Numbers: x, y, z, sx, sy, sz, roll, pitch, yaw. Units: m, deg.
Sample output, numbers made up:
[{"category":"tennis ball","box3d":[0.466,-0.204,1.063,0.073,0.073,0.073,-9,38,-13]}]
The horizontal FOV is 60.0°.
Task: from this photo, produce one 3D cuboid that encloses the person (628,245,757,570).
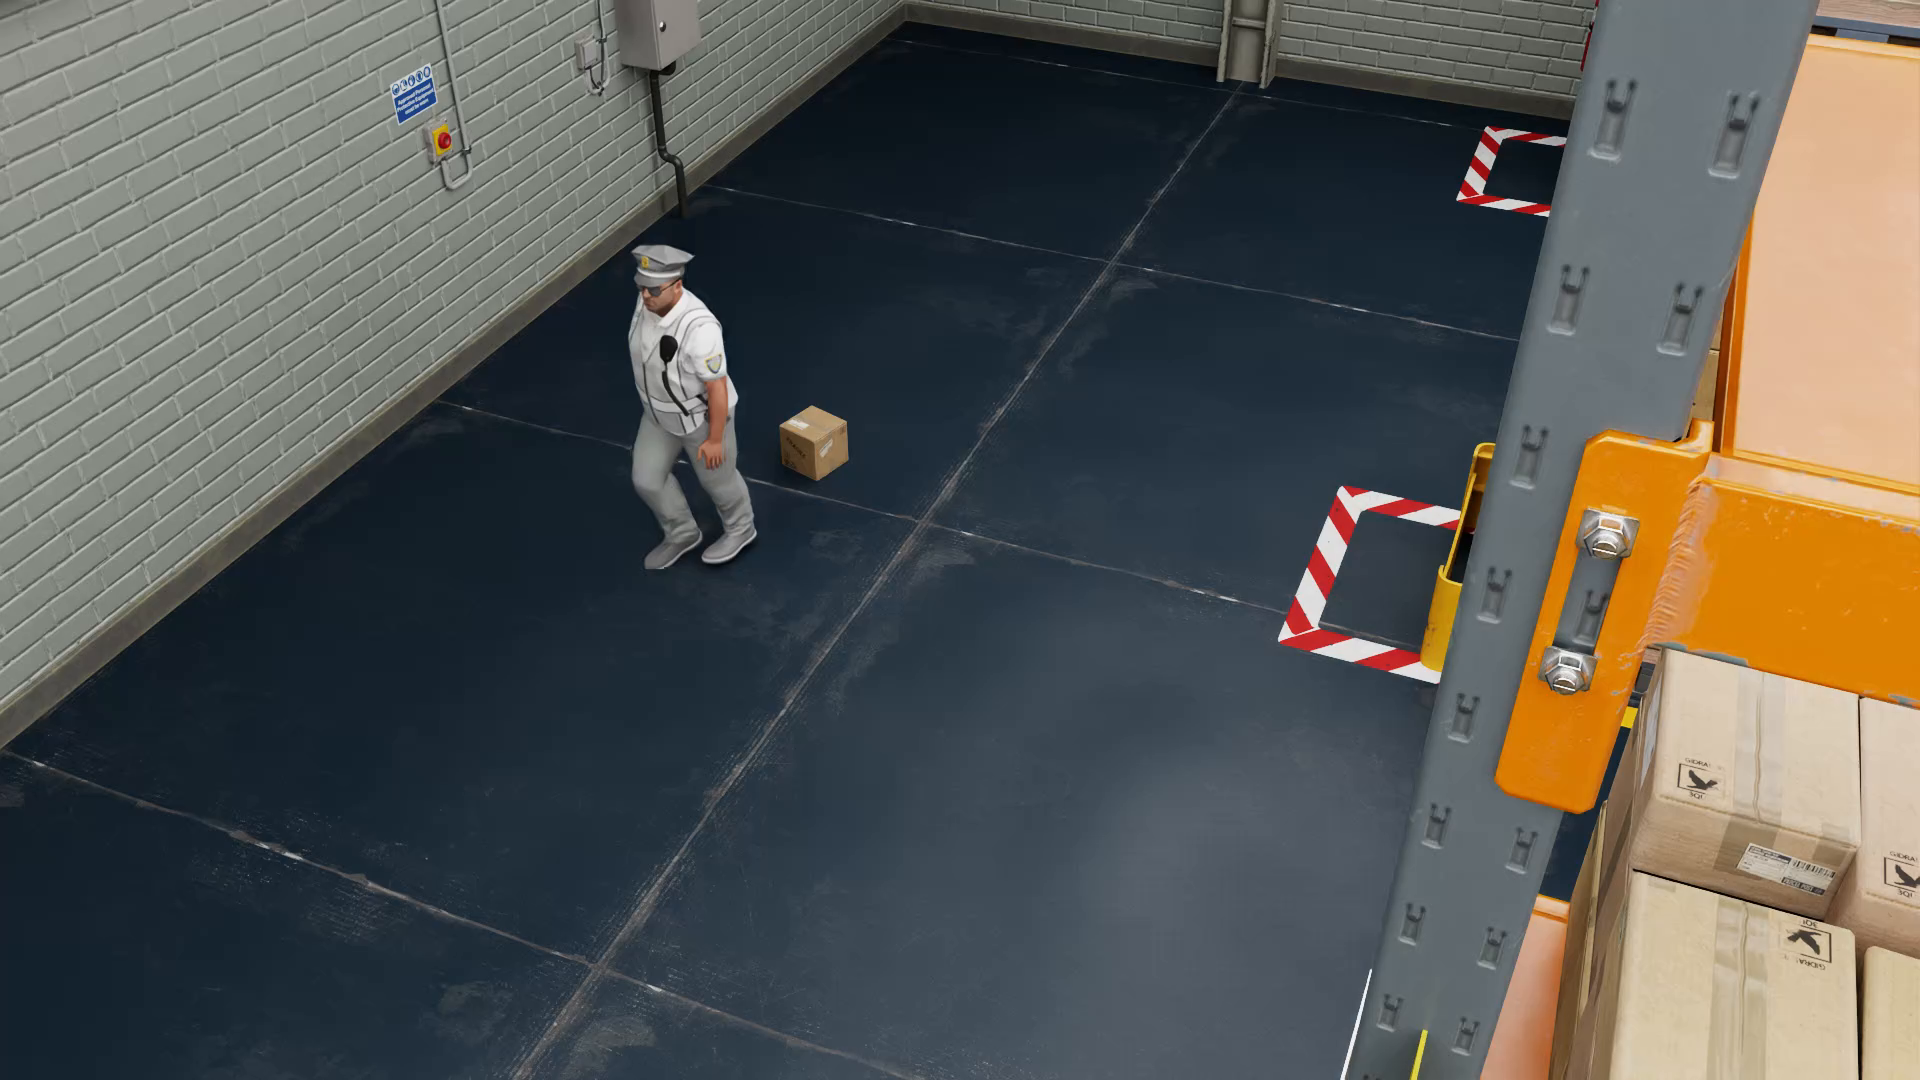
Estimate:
[{"category":"person","box3d":[-1.208,-0.580,7.582,0.568,1.792,0.542,27,45,30]}]
